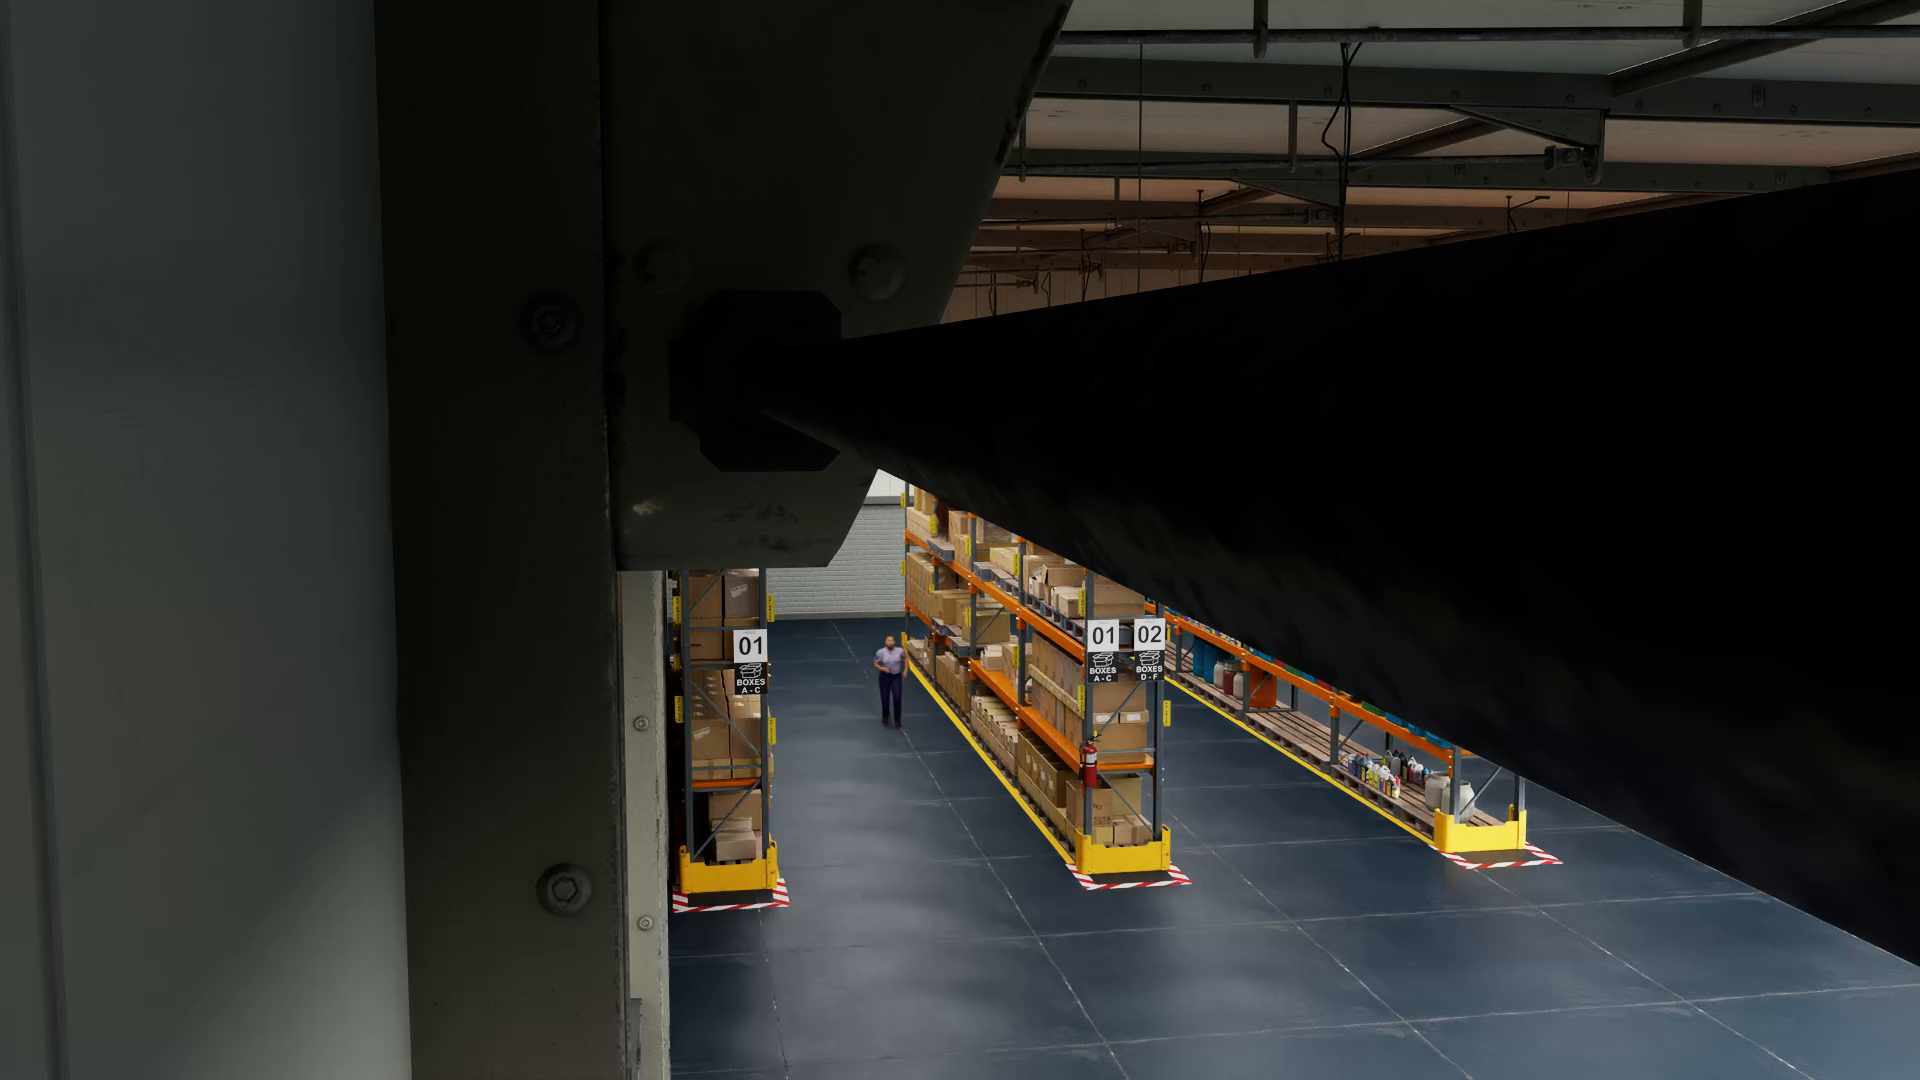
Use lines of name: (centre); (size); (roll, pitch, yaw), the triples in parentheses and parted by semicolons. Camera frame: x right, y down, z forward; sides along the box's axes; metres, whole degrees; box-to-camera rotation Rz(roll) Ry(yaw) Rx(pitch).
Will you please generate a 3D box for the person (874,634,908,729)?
person: (-1.209, 2.515, 29.268); (0.617, 1.693, 0.717); (-1, 6, -6)
